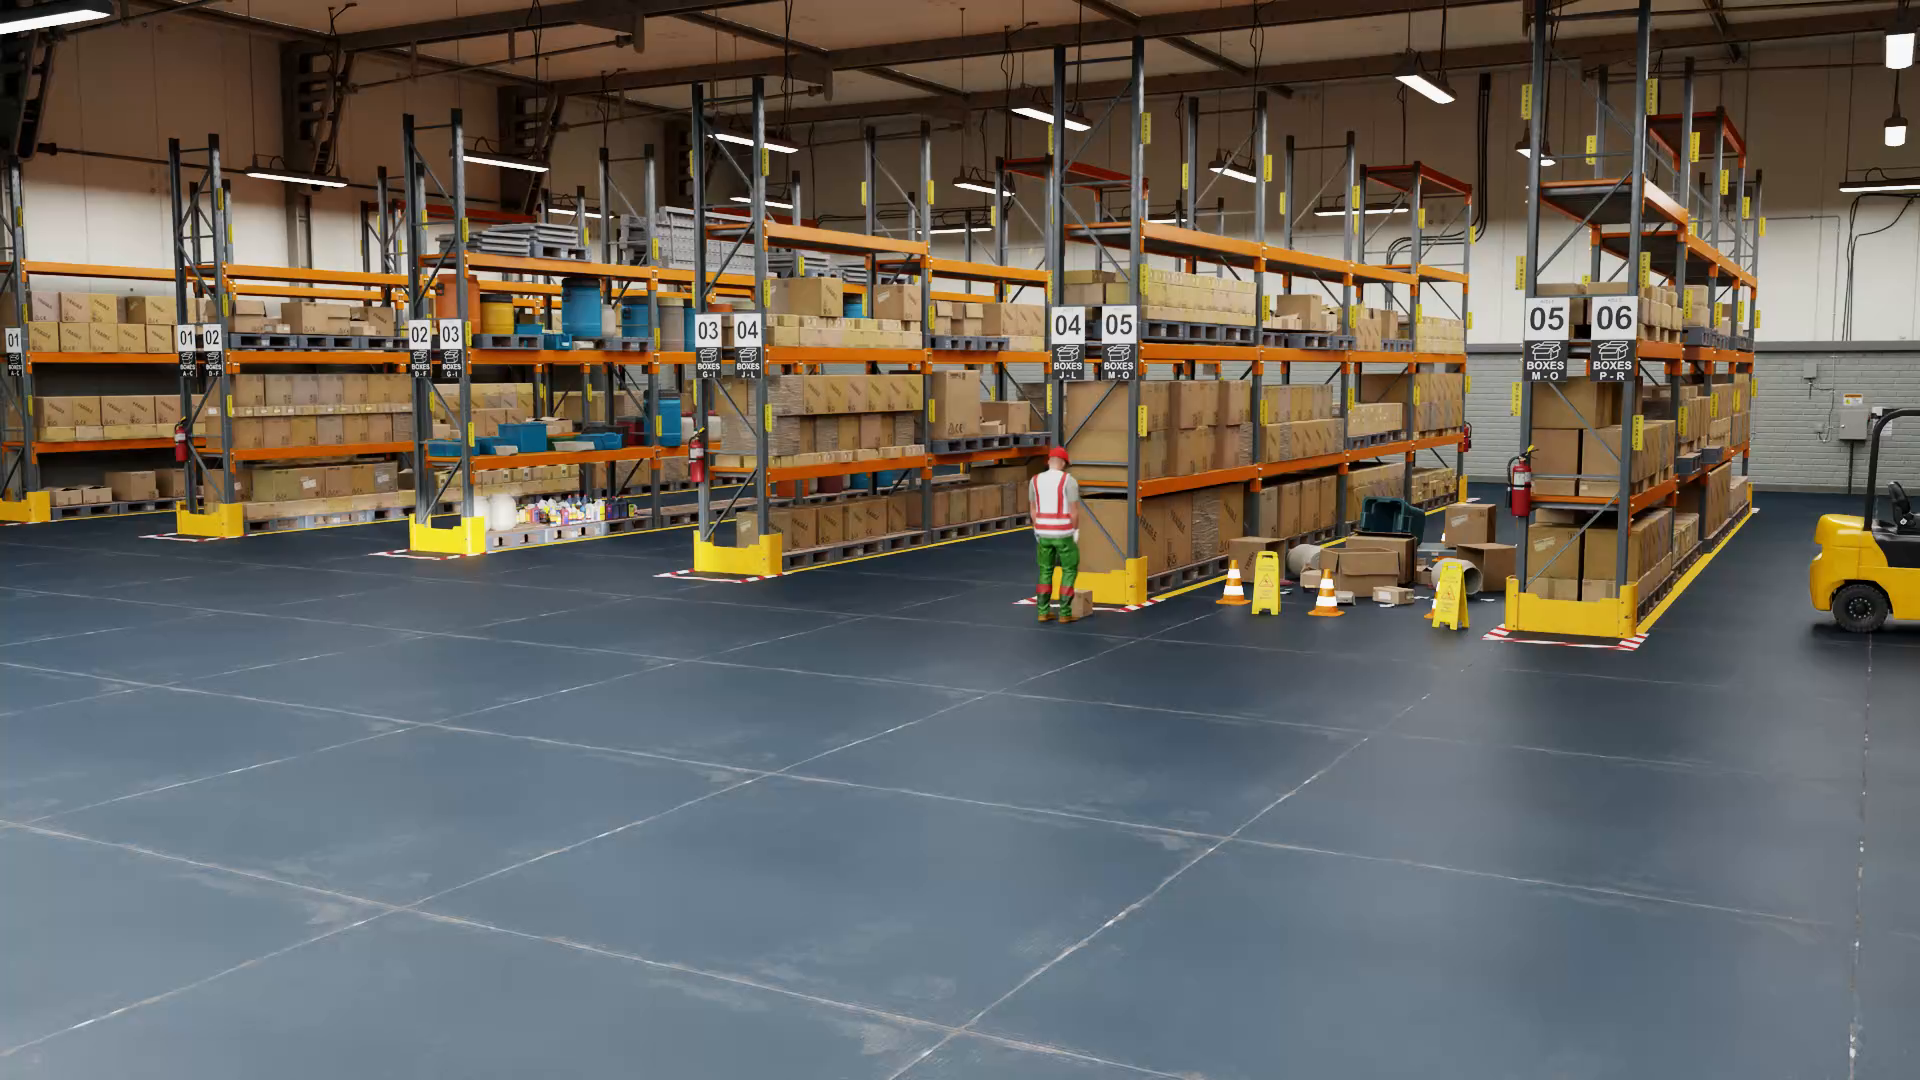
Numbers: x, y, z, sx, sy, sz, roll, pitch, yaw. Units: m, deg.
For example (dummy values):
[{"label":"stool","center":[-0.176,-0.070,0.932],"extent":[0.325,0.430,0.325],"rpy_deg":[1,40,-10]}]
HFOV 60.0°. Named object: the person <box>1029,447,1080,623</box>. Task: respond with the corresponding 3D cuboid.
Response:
[{"label":"person","center":[0.957,-0.057,16.703],"extent":[0.538,1.751,0.427],"rpy_deg":[3,7,30]}]
